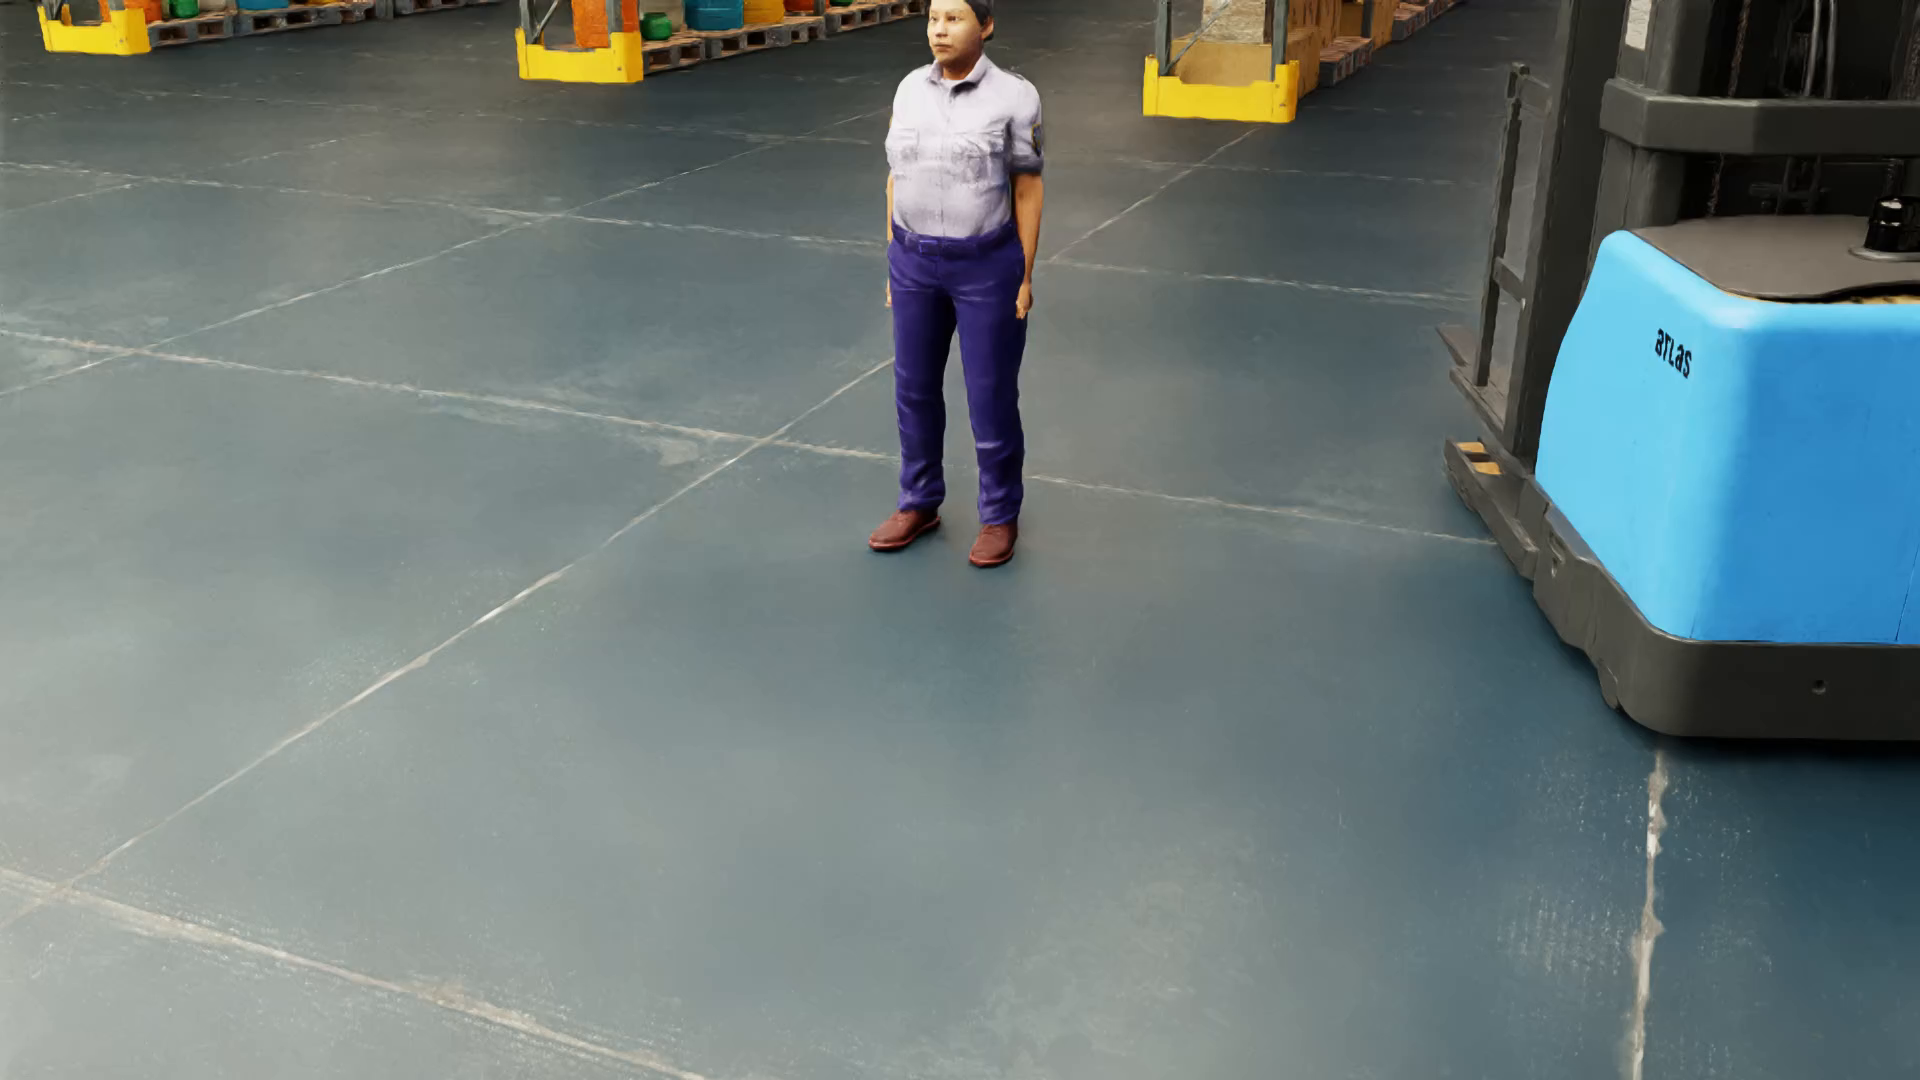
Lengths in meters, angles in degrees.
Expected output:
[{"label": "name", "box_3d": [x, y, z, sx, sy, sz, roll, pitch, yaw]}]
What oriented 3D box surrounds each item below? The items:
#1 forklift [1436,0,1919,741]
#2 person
[{"label": "forklift", "box_3d": [2.157, -1.410, 4.665, 1.130, 2.935, 3.031, 1, 23, 2]}, {"label": "person", "box_3d": [-0.013, -0.754, 4.766, 0.480, 1.652, 0.349, 9, 24, 21]}]
